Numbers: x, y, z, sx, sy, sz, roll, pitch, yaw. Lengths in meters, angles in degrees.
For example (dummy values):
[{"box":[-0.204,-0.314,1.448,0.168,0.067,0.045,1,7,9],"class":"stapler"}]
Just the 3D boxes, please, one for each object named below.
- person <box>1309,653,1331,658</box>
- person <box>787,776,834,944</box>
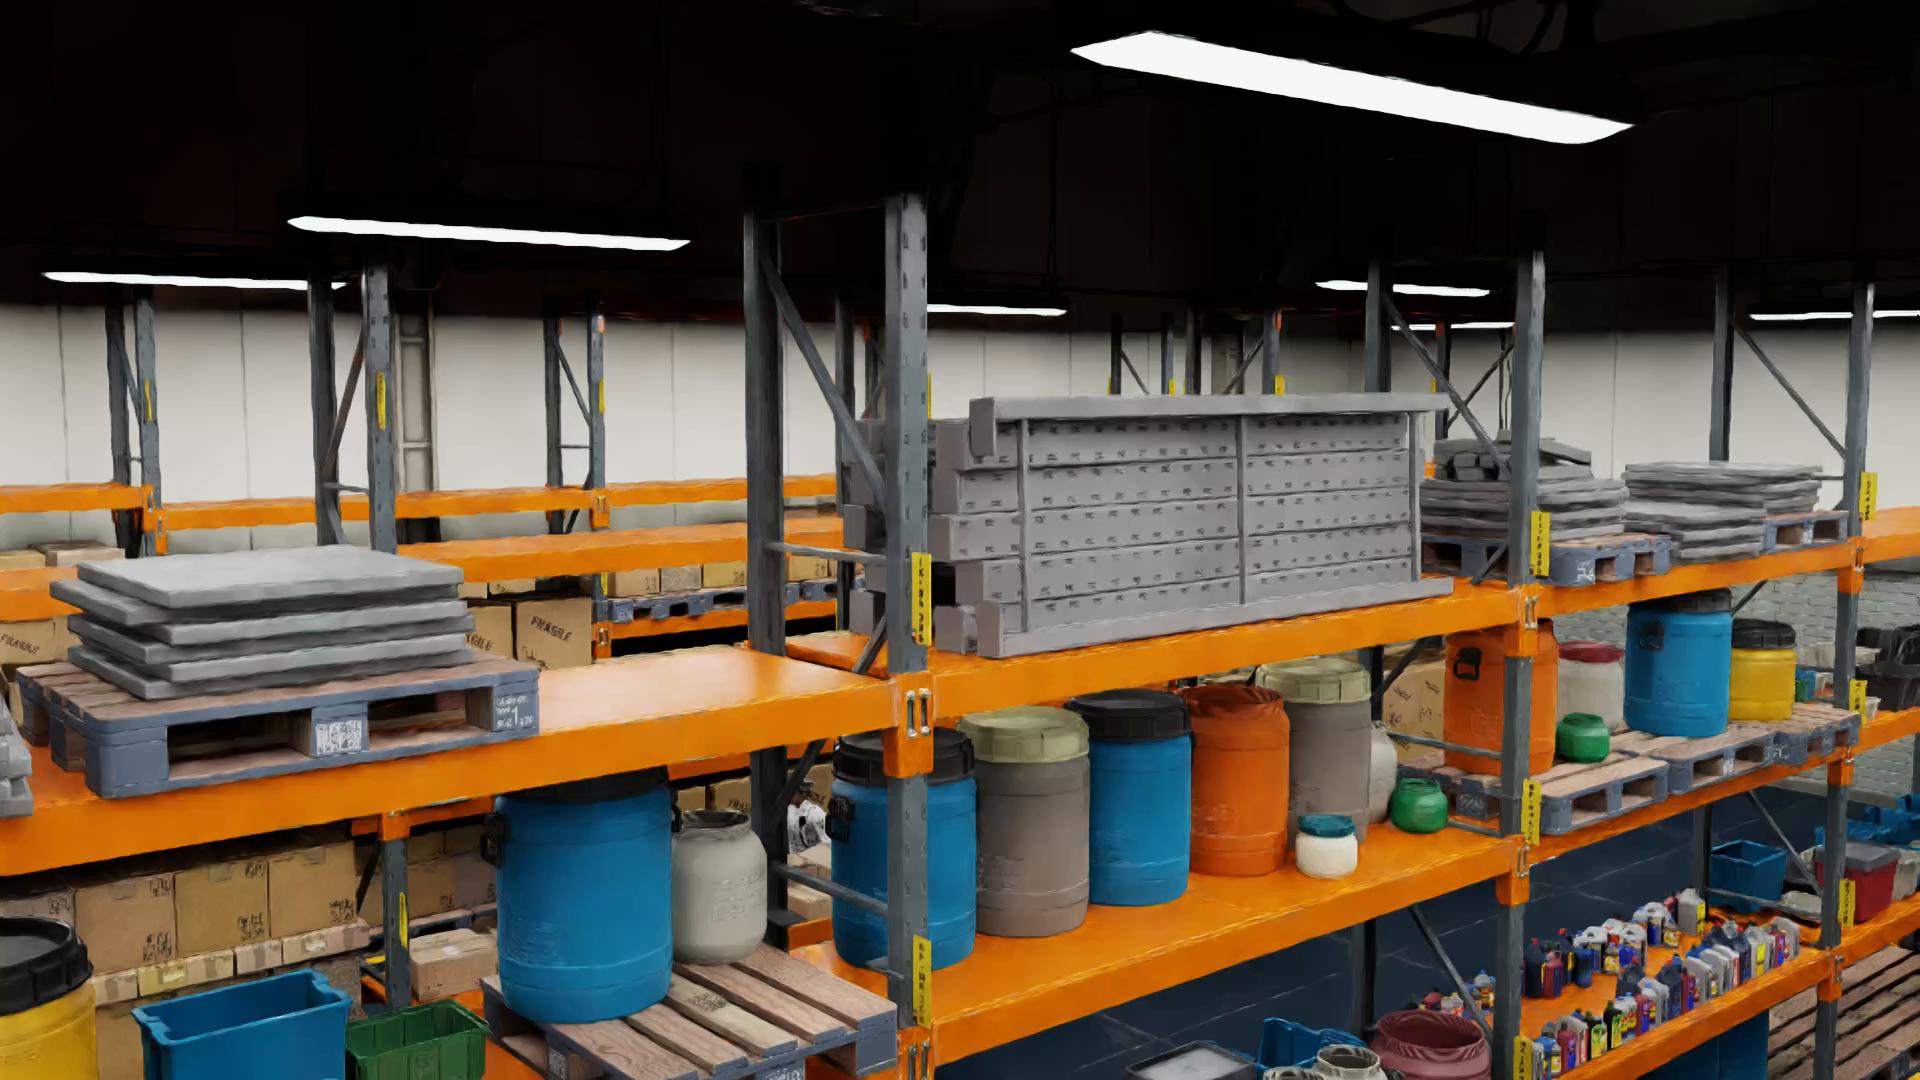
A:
[{"box":[4.945,2.037,23.580,0.692,1.724,0.846,3,6,31],"class":"person"},{"box":[-1.366,2.910,15.098,0.512,1.632,0.639,-5,7,-42],"class":"person"}]
